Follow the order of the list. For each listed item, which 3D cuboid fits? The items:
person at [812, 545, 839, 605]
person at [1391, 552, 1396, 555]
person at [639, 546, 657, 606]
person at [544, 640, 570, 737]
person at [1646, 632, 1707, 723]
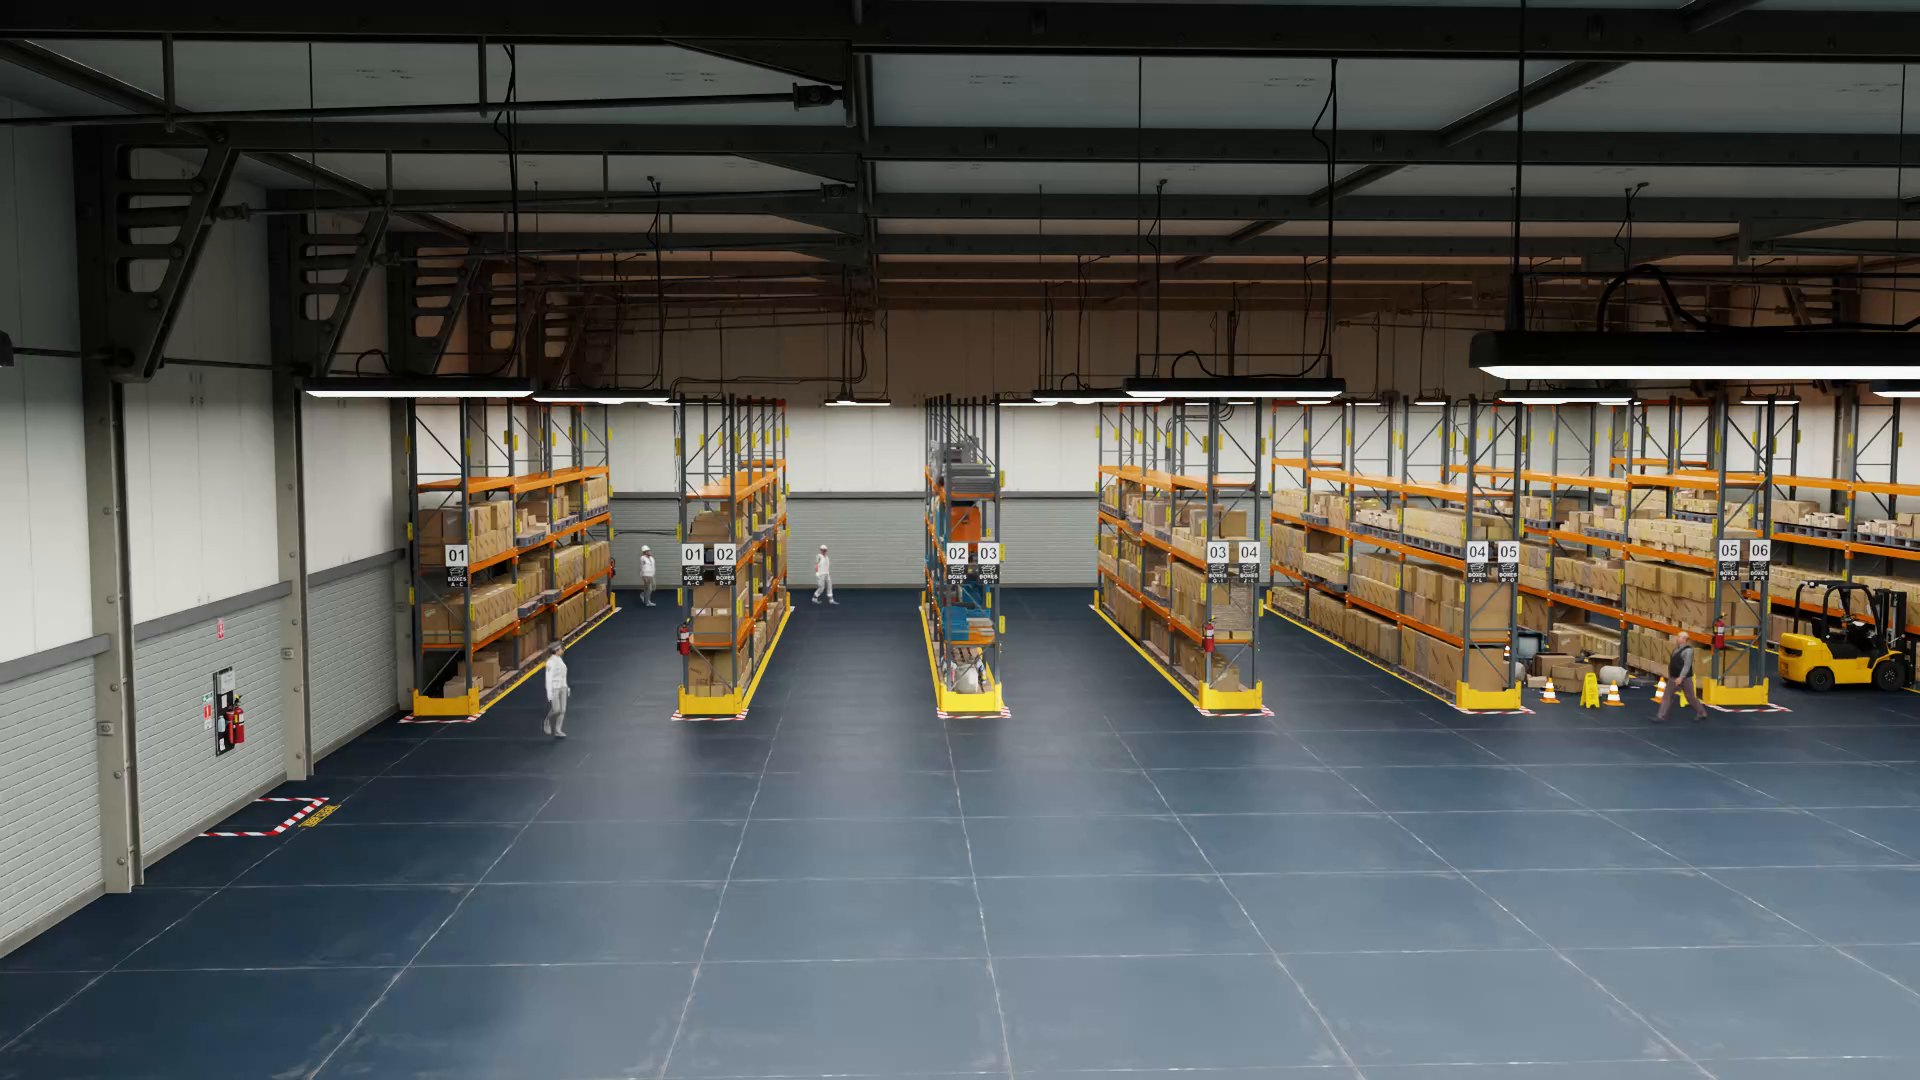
[{"bbox_3d":[-3.960,1.034,48.304,0.701,1.759,0.661,3,5,34],"label":"person"},{"bbox_3d":[12.151,1.187,47.082,0.472,1.703,0.507,-1,5,-11],"label":"person"},{"bbox_3d":[-9.093,1.033,48.159,0.551,1.760,0.534,1,5,14],"label":"person"},{"bbox_3d":[-7.019,2.585,28.943,0.464,1.682,0.519,4,6,40],"label":"person"},{"bbox_3d":[13.041,2.501,30.132,1.027,1.683,0.537,-1,5,-16],"label":"person"}]
